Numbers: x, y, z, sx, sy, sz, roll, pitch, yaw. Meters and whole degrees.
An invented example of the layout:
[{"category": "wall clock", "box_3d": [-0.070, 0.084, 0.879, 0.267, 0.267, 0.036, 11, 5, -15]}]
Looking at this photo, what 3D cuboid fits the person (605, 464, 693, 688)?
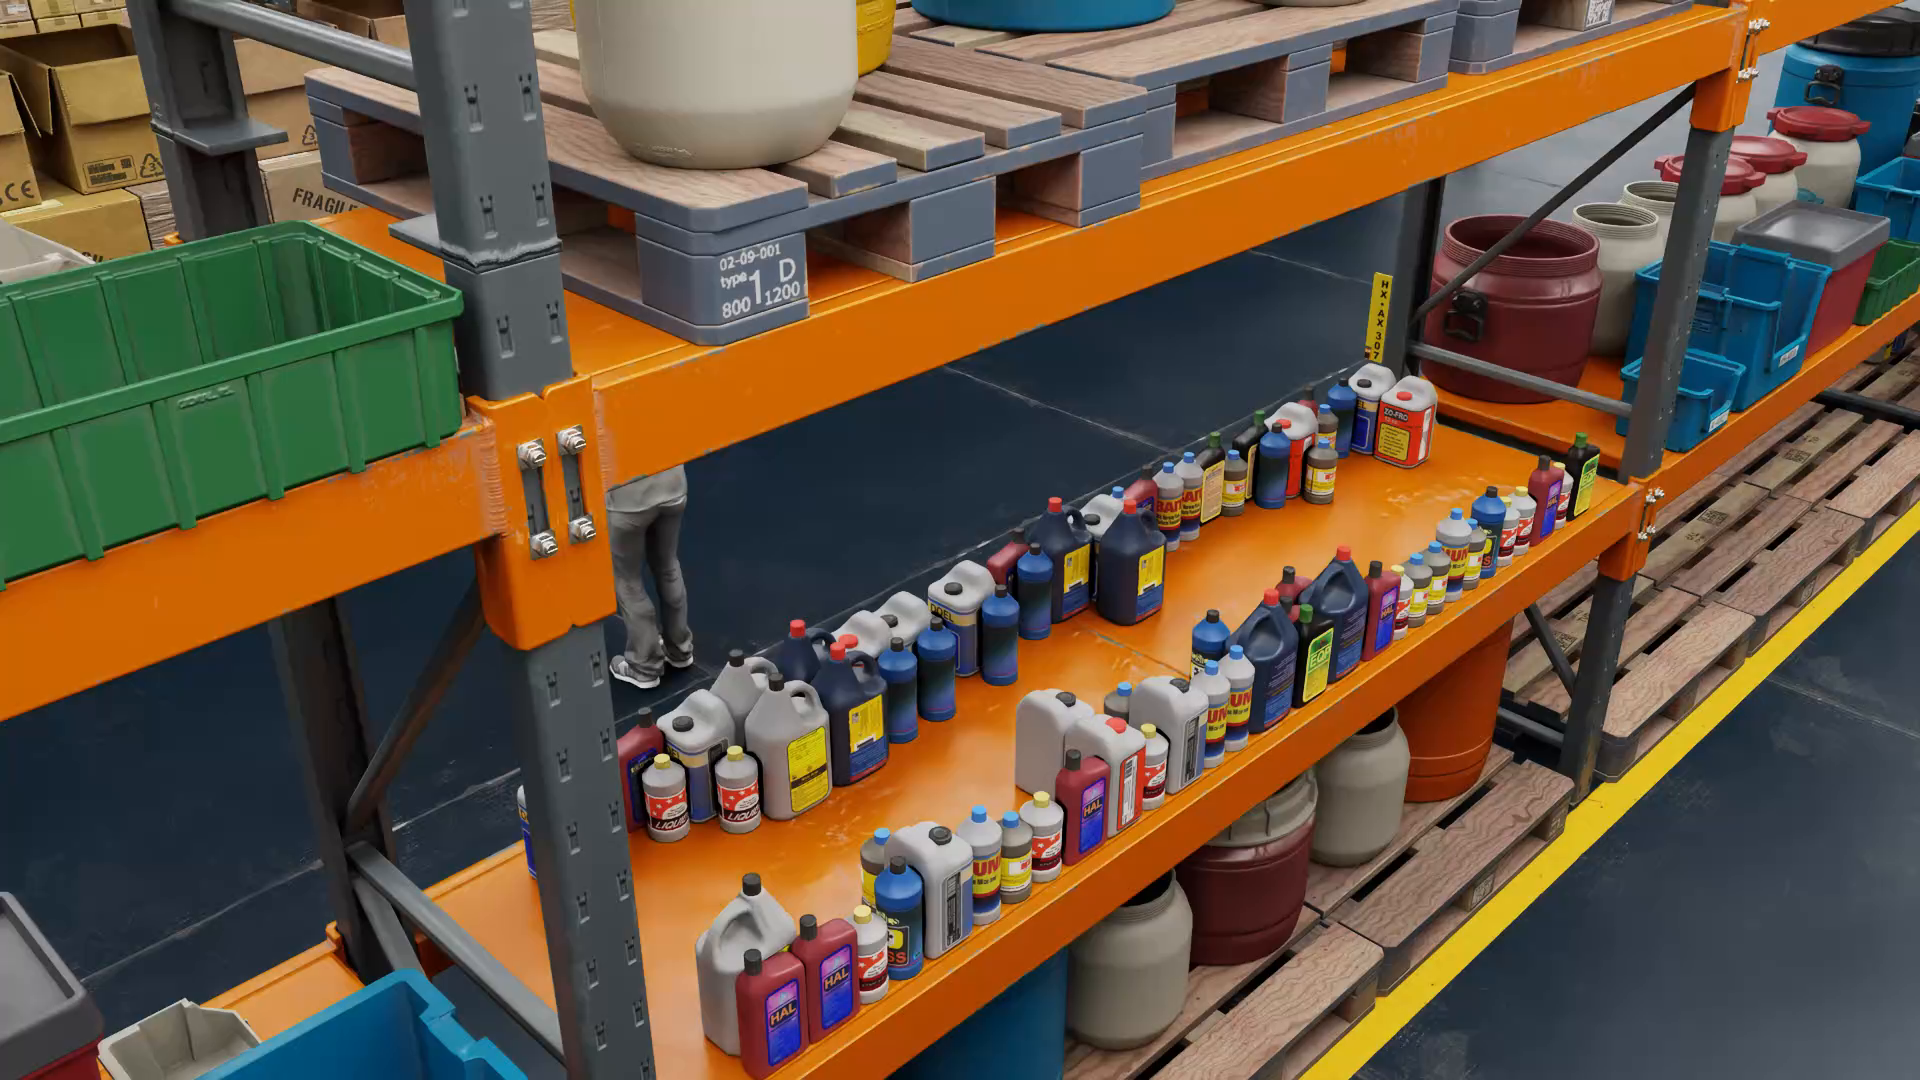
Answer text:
[{"category": "person", "box_3d": [-1.286, -0.187, 6.488, 0.404, 1.591, 0.498, -25, 37, -38]}]
